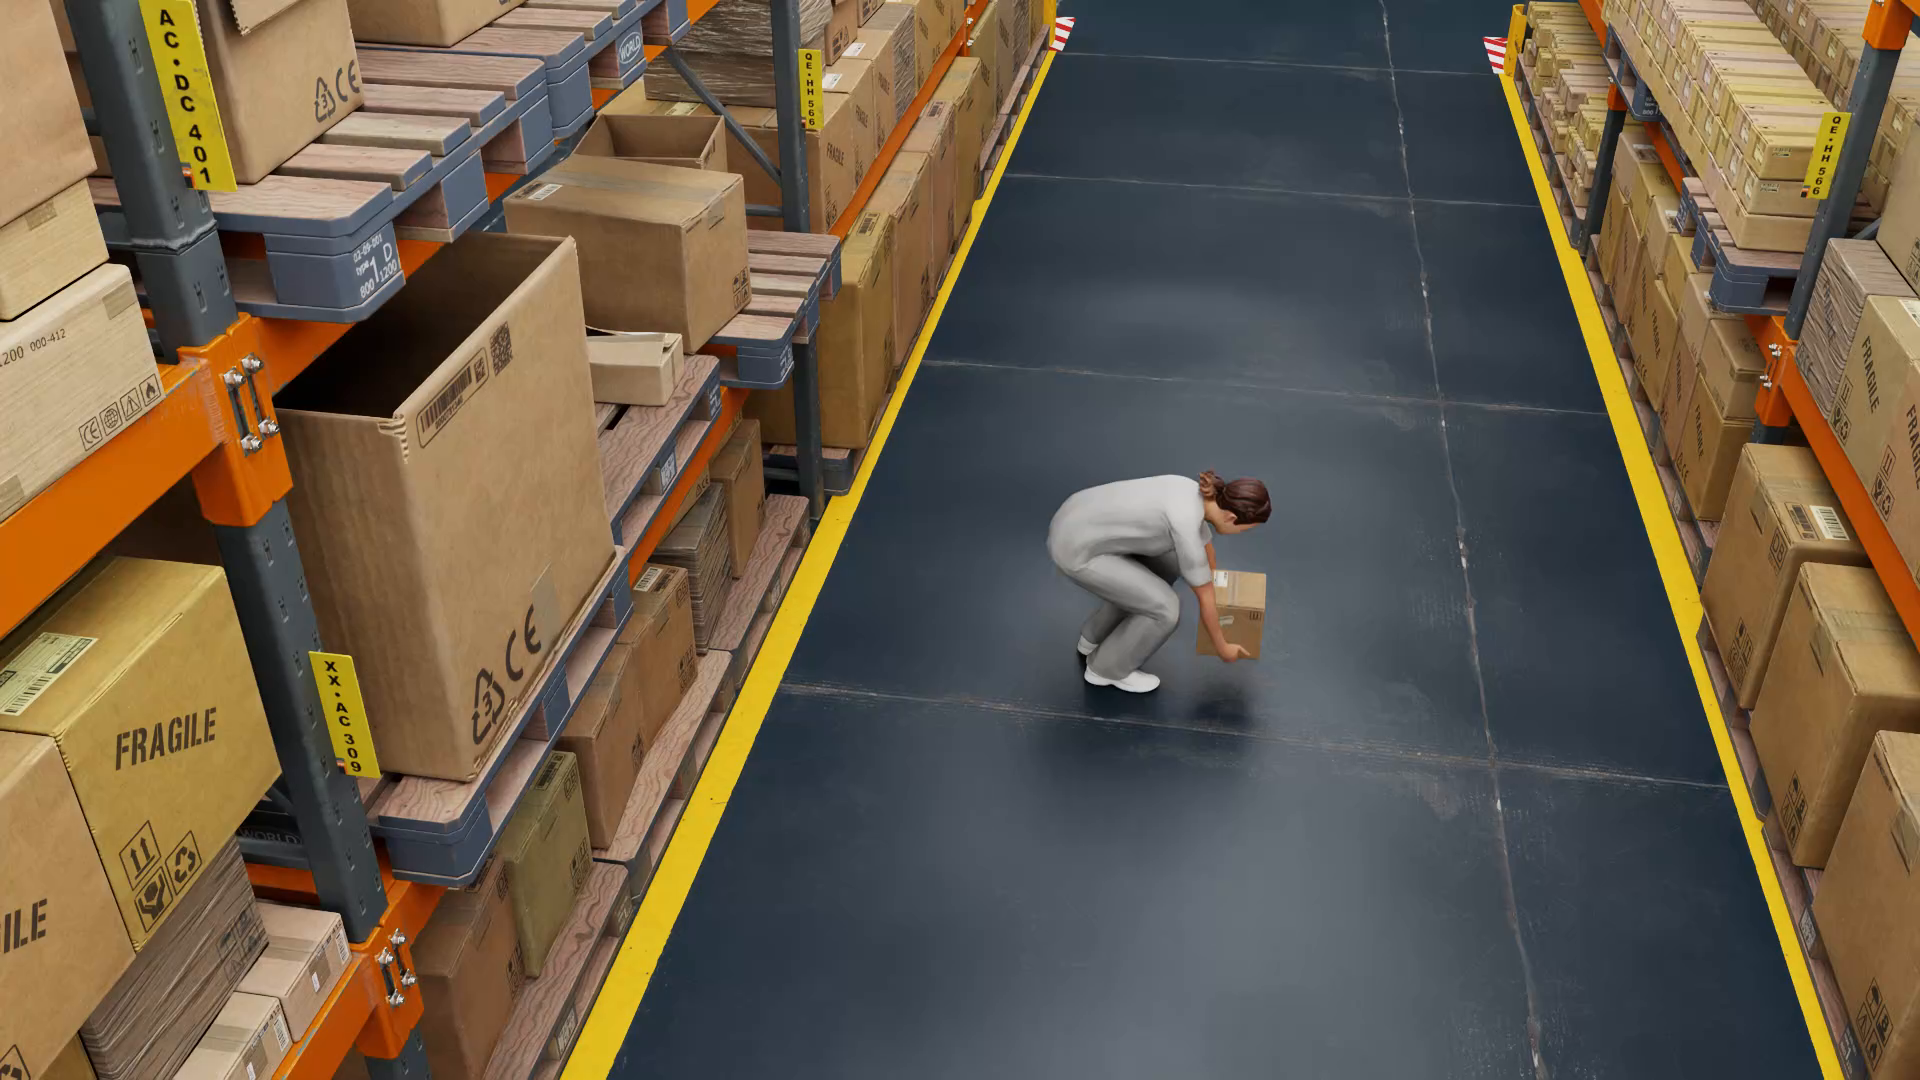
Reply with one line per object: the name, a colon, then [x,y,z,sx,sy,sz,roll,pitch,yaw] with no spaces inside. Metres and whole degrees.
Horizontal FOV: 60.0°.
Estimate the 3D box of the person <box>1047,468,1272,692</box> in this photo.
person: [0.771,0.136,6.602,0.852,0.950,0.468,4,33,6]
